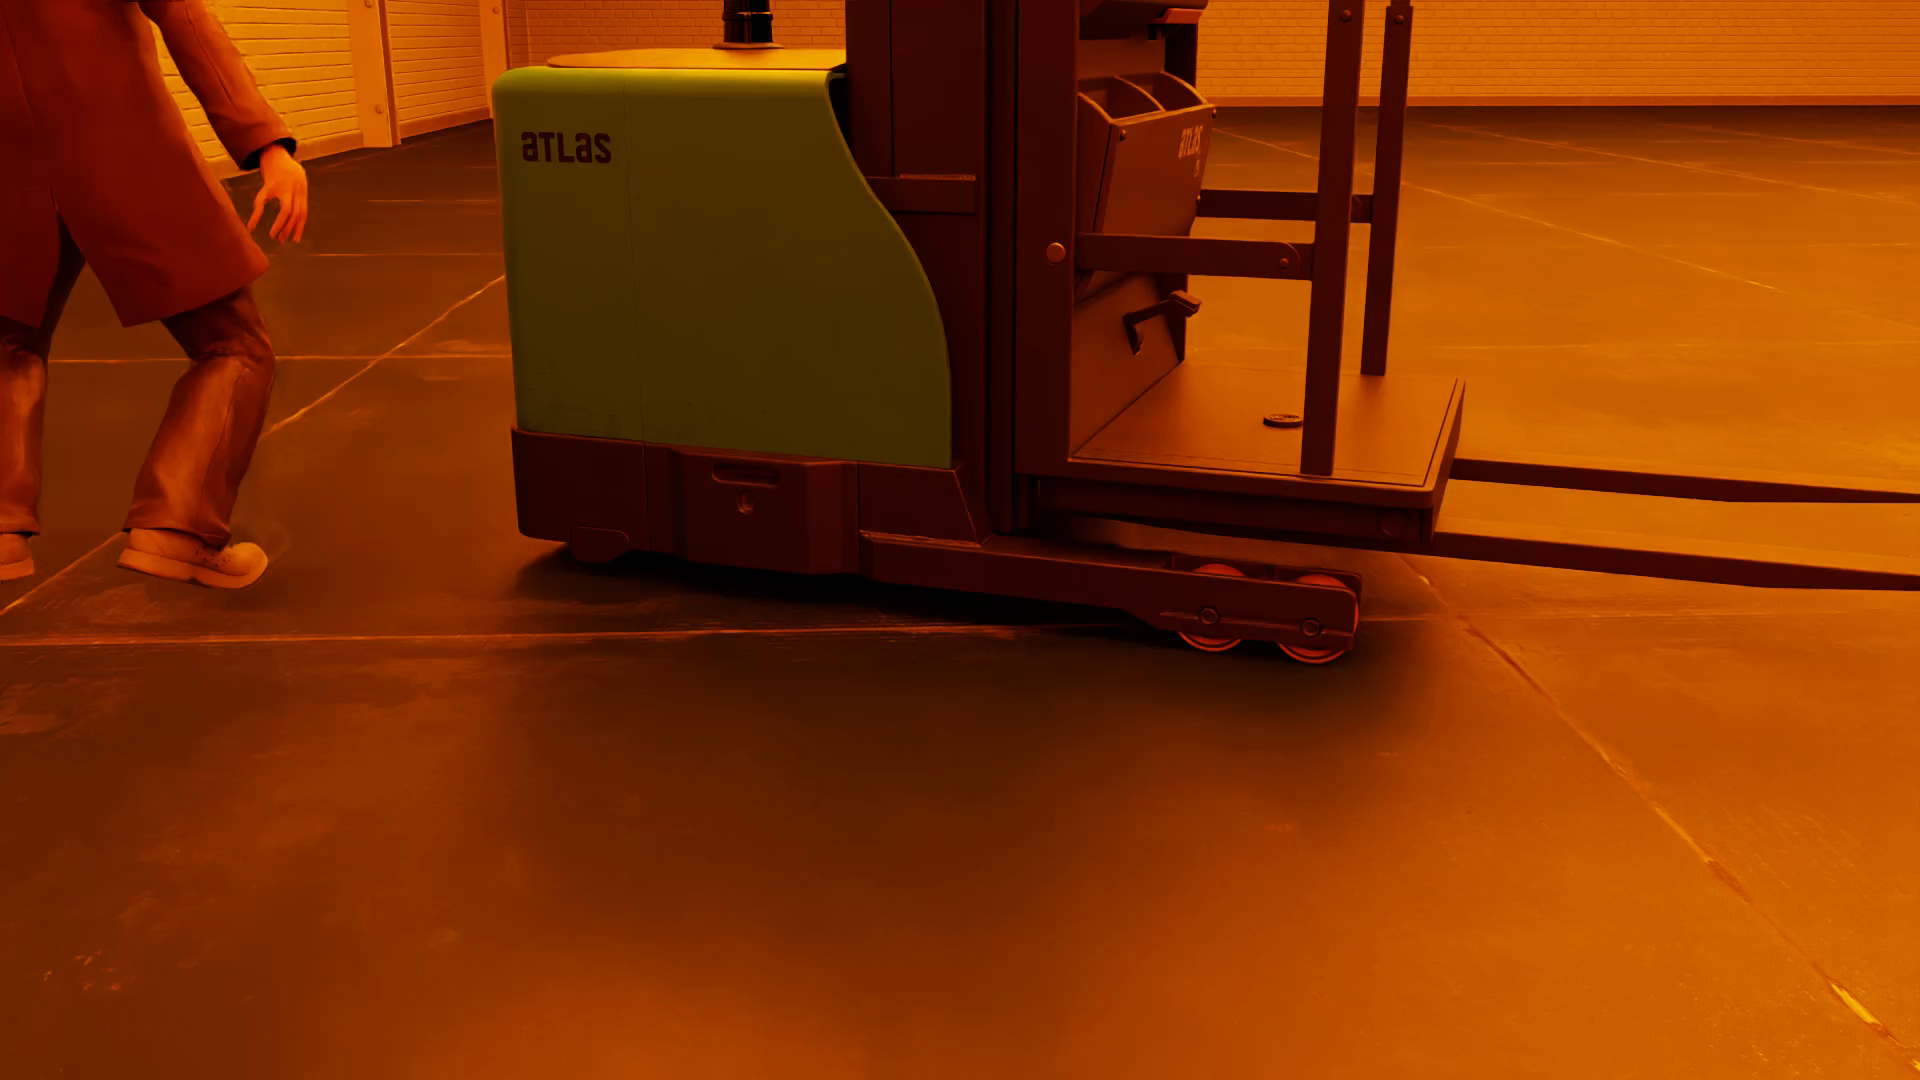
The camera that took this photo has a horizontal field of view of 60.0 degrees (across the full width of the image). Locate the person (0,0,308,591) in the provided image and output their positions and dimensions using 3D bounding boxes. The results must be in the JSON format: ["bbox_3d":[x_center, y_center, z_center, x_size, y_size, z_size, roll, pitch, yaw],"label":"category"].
[{"bbox_3d":[-1.716,-0.717,3.272,0.928,1.670,0.585,1,17,5],"label":"person"}]

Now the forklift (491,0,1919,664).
[{"bbox_3d":[0.576,-1.343,3.296,3.031,2.935,1.130,6,18,18],"label":"forklift"}]
